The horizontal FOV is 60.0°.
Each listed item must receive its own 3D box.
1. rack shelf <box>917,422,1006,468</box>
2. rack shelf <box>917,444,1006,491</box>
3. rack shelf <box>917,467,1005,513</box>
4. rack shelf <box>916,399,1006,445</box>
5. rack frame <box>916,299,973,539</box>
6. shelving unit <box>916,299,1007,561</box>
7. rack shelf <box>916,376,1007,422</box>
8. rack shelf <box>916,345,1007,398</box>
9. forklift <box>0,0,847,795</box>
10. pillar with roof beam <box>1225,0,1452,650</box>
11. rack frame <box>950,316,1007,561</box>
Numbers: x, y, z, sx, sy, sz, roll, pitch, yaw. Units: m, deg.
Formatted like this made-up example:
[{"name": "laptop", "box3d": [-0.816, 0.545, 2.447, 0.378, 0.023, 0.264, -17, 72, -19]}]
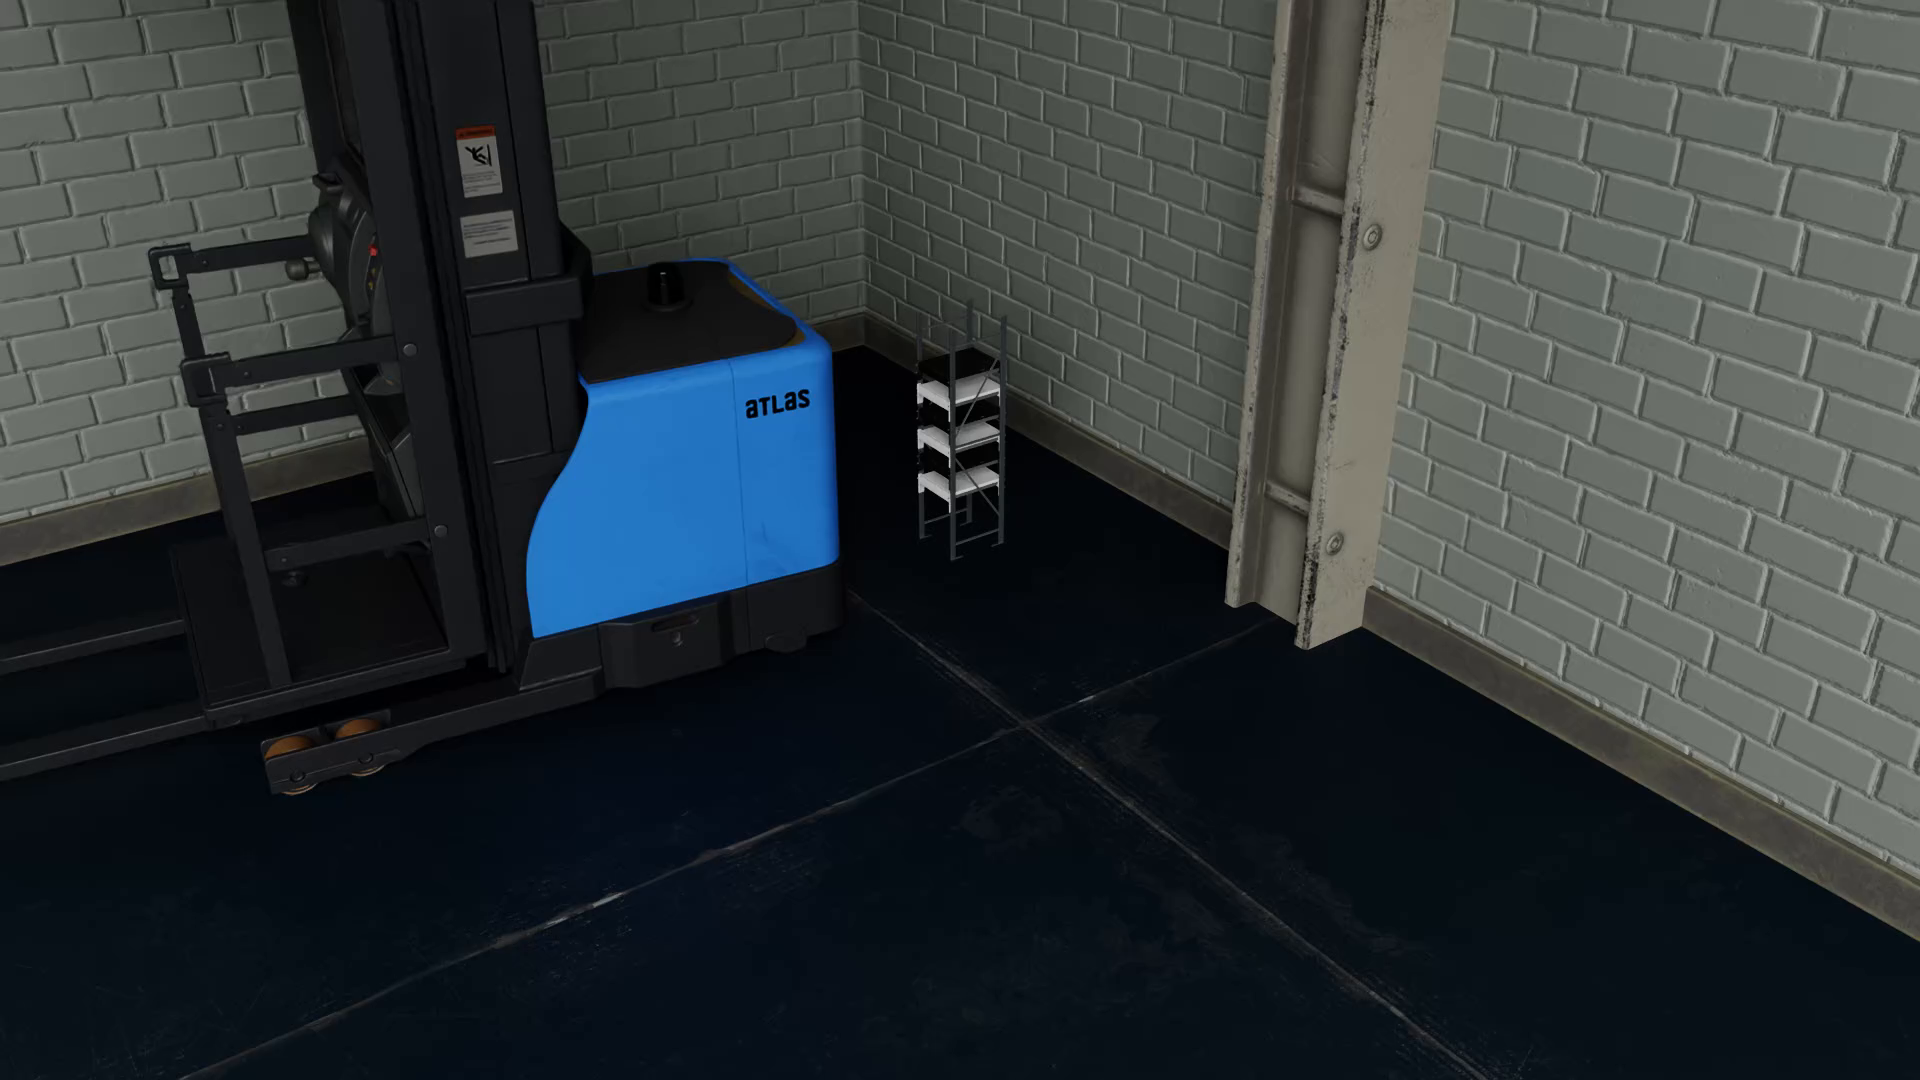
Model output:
[{"name": "rack shelf", "box3d": [0.005, -0.363, 6.045, 0.258, 0.077, 0.200, -19, 34, -31]}, {"name": "rack shelf", "box3d": [0.005, -0.284, 6.088, 0.258, 0.077, 0.200, -19, 34, -31]}, {"name": "rack shelf", "box3d": [0.005, -0.205, 6.131, 0.258, 0.077, 0.200, -19, 34, -31]}, {"name": "rack shelf", "box3d": [0.005, -0.442, 6.002, 0.258, 0.077, 0.200, -19, 34, -31]}, {"name": "rack frame", "box3d": [-0.054, -0.432, 6.102, 0.240, 0.900, 0.006, -19, 34, -31]}, {"name": "shelving unit", "box3d": [0.005, -0.392, 6.029, 0.258, 0.900, 0.210, -19, 34, -31]}, {"name": "rack shelf", "box3d": [0.005, -0.521, 5.959, 0.258, 0.077, 0.200, -19, 34, -31]}, {"name": "rack shelf", "box3d": [0.005, -0.600, 5.916, 0.258, 0.077, 0.200, -19, 34, -31]}, {"name": "forklift", "box3d": [-1.931, -0.831, 4.708, 3.031, 2.935, 1.130, -14, 31, -24]}, {"name": "pillar with roof beam", "box3d": [-2.340, -2.512, 1.447, 9.100, 9.000, 0.400, -19, 34, -31]}, {"name": "rack frame", "box3d": [0.064, -0.353, 5.957, 0.240, 0.900, 0.006, -19, 34, -31]}]
